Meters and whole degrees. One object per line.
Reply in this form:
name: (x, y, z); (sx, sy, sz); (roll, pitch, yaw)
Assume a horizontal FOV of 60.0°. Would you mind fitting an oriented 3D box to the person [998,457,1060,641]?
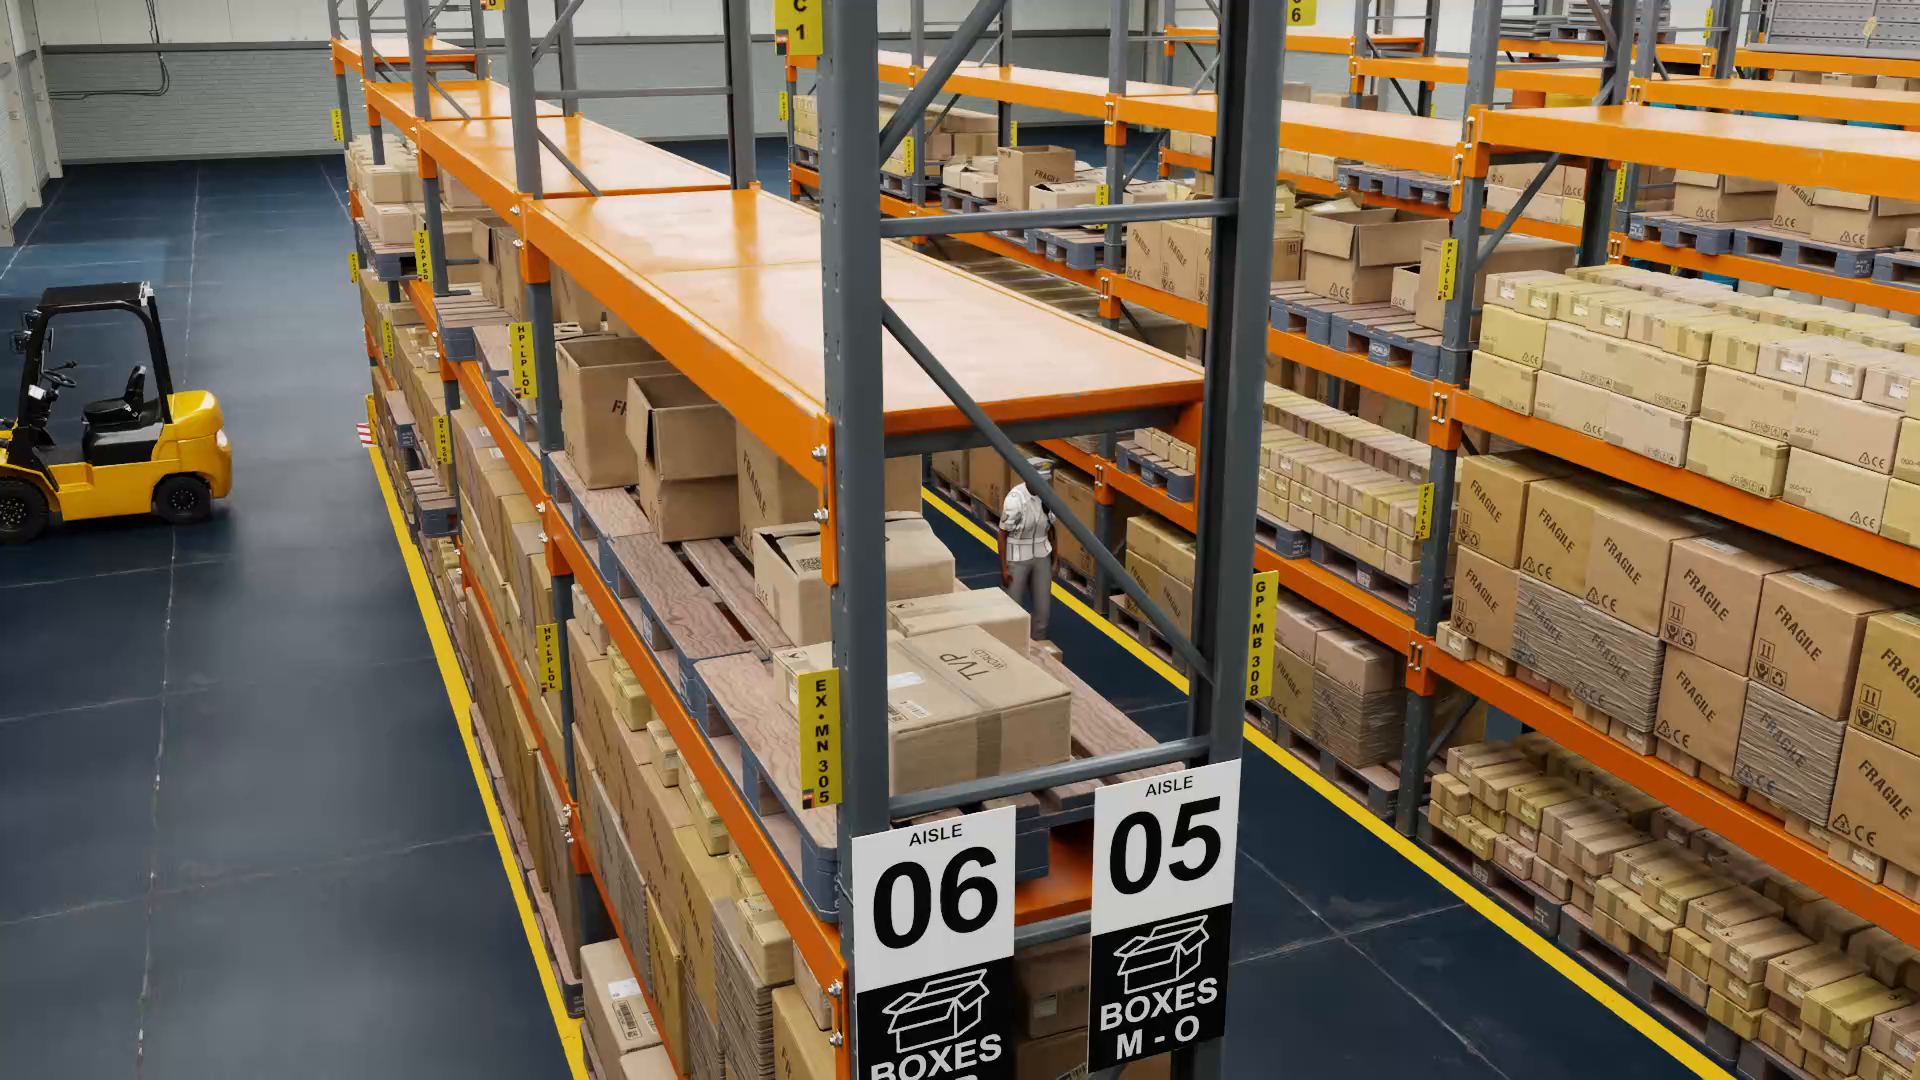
person: (0.503, 0.181, 12.298); (0.532, 1.663, 0.422); (-9, 21, -25)
